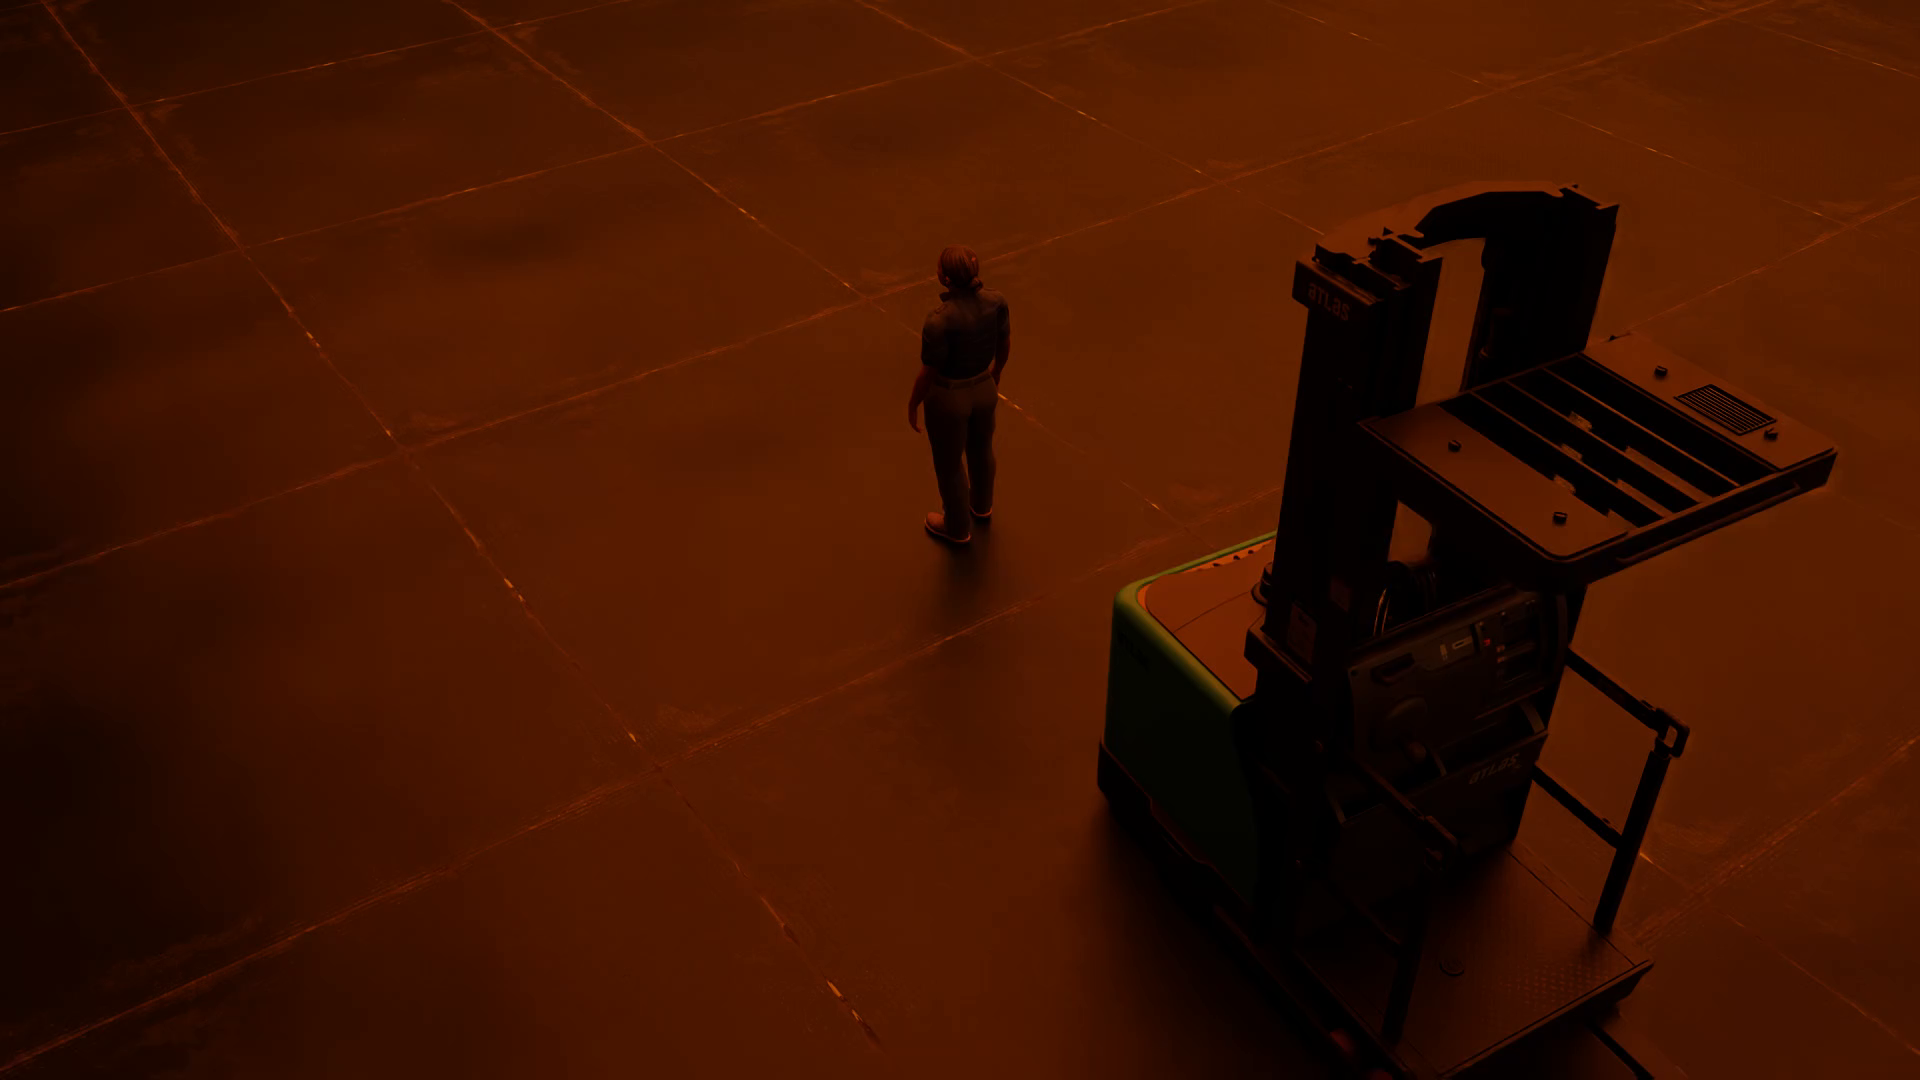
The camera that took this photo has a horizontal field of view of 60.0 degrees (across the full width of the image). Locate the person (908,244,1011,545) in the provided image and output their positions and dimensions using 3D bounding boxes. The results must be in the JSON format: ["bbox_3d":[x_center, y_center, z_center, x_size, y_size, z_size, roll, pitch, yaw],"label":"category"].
[{"bbox_3d":[-0.035,-0.721,7.980,0.569,1.656,0.503,-23,42,-28],"label":"person"}]

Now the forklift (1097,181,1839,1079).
[{"bbox_3d":[1.735,0.494,5.277,1.130,2.935,3.031,-19,40,-23],"label":"forklift"}]
